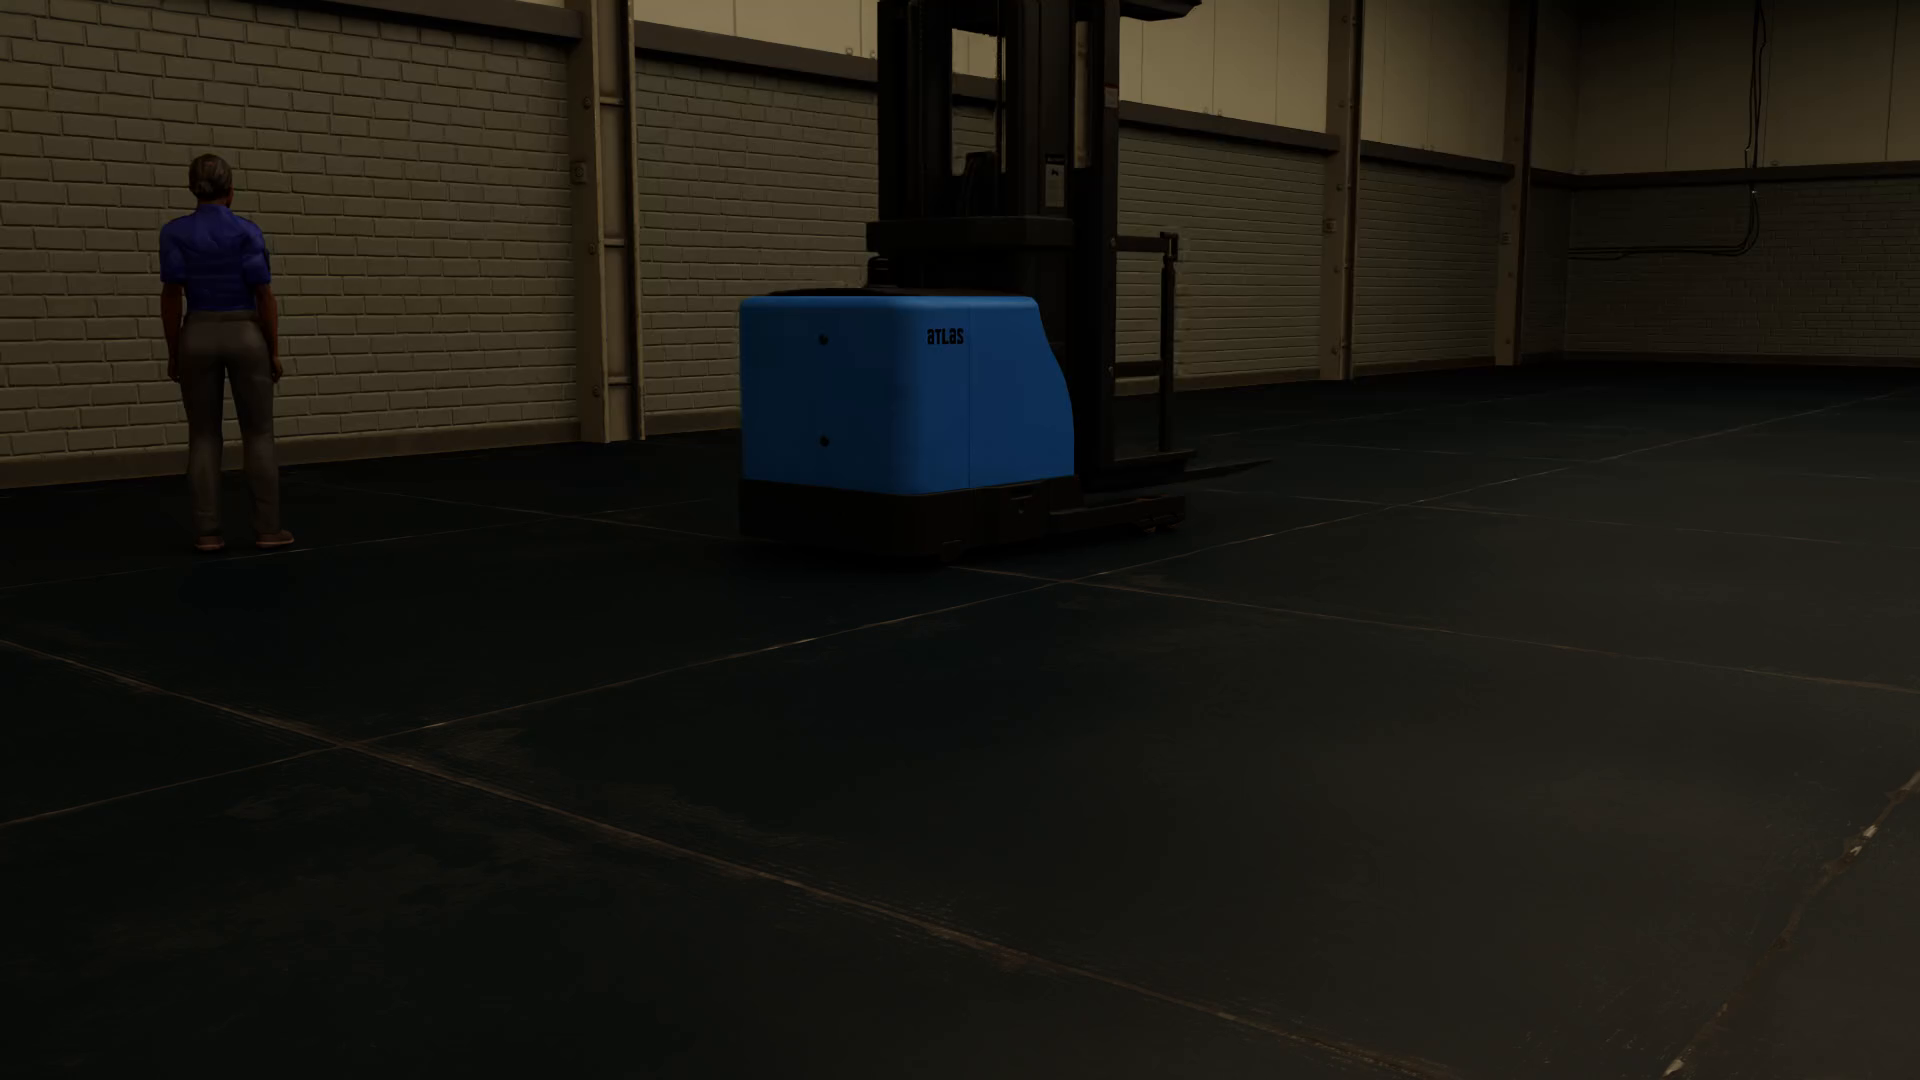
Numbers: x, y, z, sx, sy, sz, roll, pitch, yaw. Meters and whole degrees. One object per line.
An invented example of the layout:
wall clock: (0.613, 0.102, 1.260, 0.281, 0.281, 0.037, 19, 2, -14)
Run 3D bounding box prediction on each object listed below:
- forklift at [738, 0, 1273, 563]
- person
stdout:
forklift: (0.406, -1.521, 7.680, 1.130, 2.935, 3.031, 7, 11, 41)
person: (-3.118, -0.786, 7.054, 0.457, 1.662, 0.329, -2, 9, -14)
